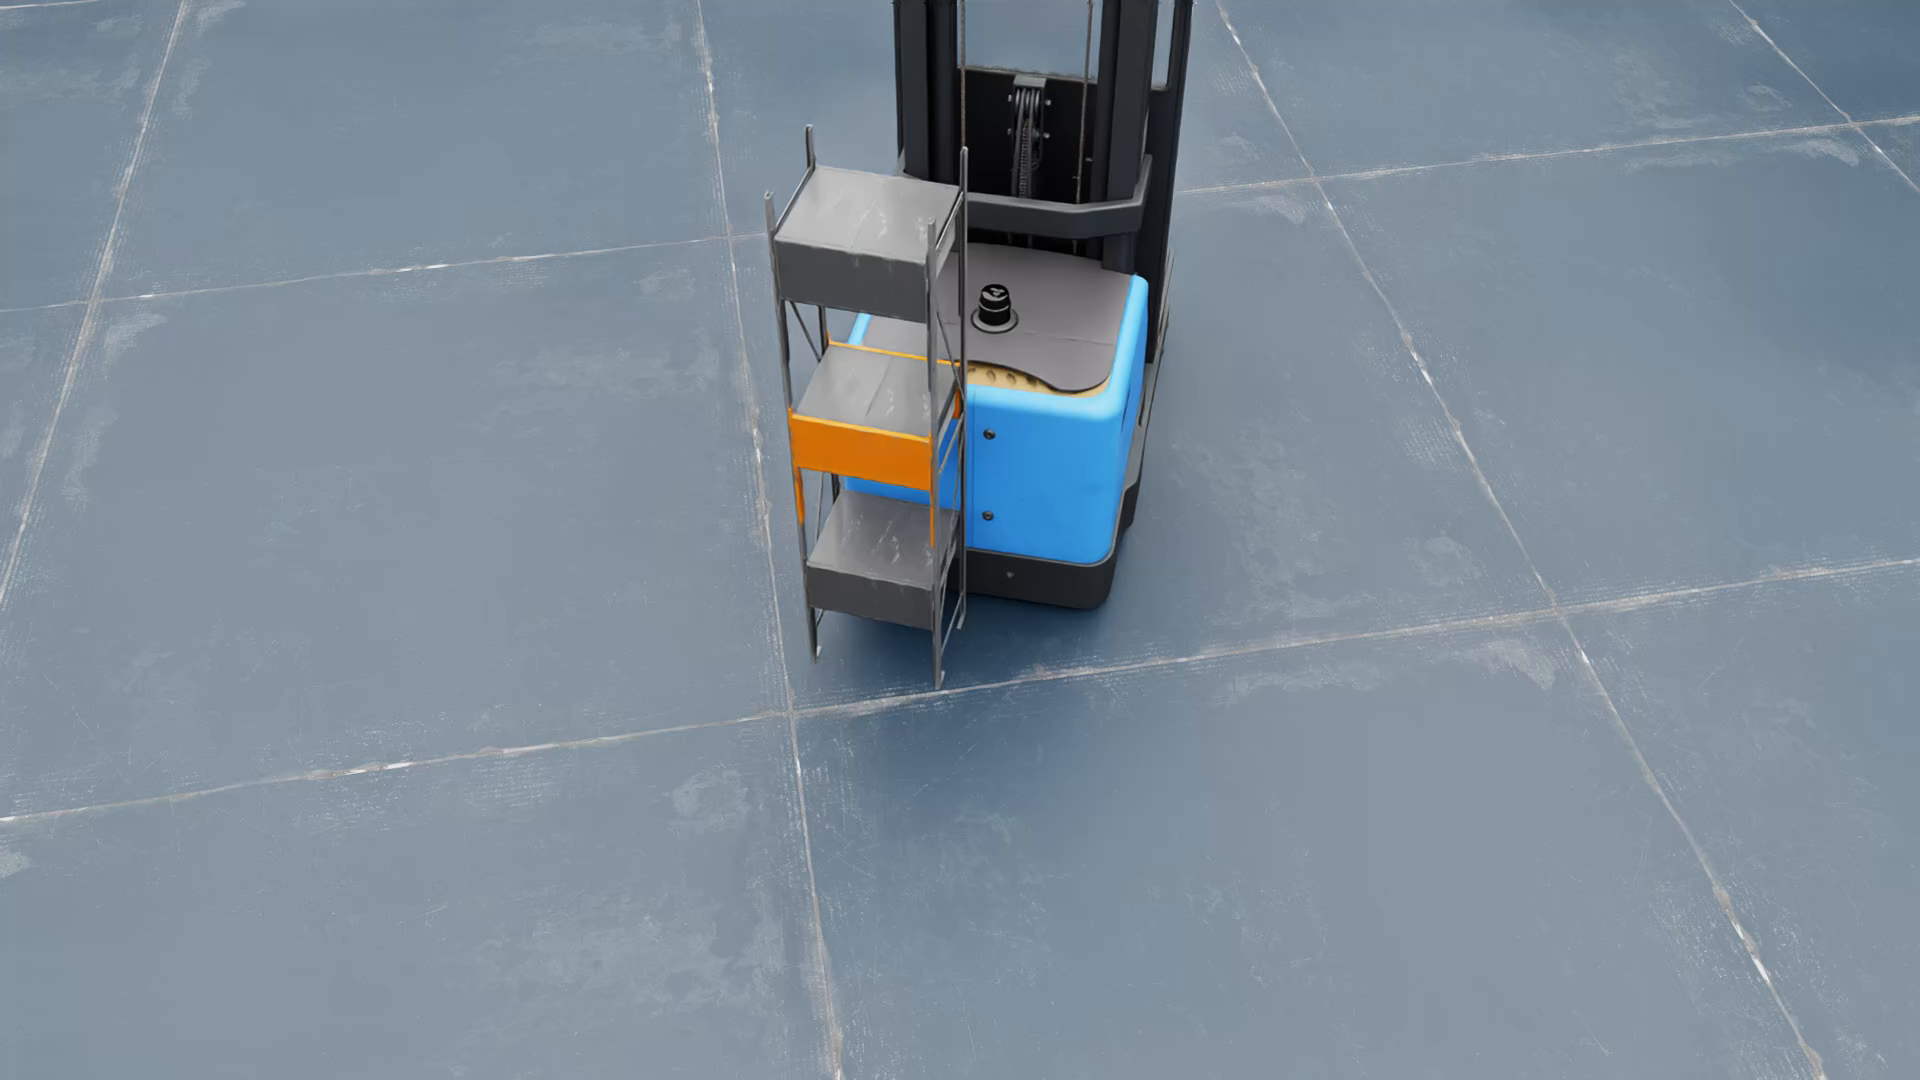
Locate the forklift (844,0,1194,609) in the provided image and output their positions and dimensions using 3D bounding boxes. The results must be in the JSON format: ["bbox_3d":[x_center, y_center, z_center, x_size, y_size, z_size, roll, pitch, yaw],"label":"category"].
[{"bbox_3d":[0.347,-1.832,6.480,1.130,2.935,3.031,8,47,8],"label":"forklift"}]

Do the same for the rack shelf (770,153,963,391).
[{"bbox_3d":[-0.270,-0.825,5.134,0.480,0.518,0.431,11,47,10],"label":"rack shelf"}]

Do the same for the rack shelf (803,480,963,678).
[{"bbox_3d":[-0.270,0.145,6.143,0.480,0.518,0.431,11,47,10],"label":"rack shelf"}]

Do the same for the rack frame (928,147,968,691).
[{"bbox_3d":[-0.034,-0.305,5.586,0.015,2.100,0.400,11,47,10],"label":"rack frame"}]

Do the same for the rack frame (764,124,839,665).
[{"bbox_3d":[-0.506,-0.394,5.671,0.015,2.100,0.400,11,47,10],"label":"rack frame"}]

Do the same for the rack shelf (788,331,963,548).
[{"bbox_3d":[-0.270,-0.340,5.638,0.480,0.518,0.431,11,47,10],"label":"rack shelf"}]

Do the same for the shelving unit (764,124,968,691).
[{"bbox_3d":[-0.270,-0.349,5.628,0.503,2.100,0.431,11,47,10],"label":"shelving unit"}]
